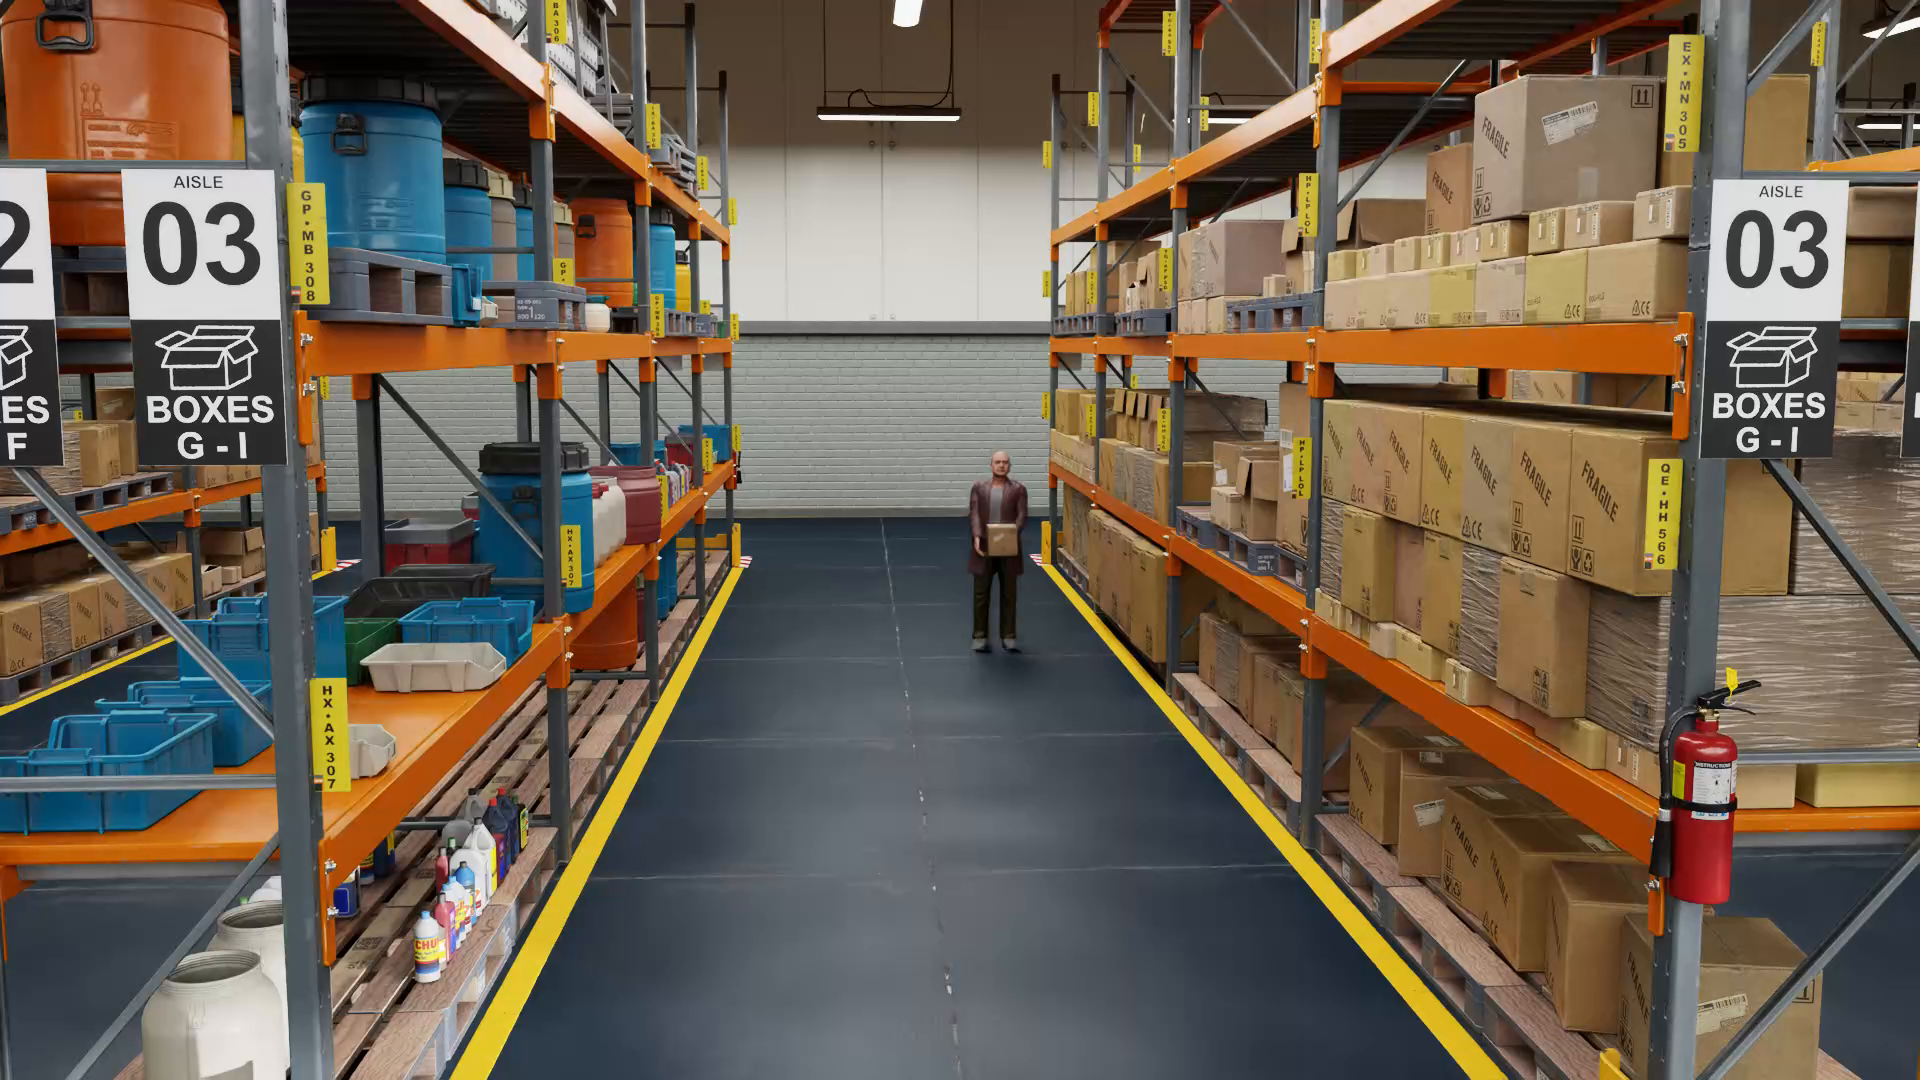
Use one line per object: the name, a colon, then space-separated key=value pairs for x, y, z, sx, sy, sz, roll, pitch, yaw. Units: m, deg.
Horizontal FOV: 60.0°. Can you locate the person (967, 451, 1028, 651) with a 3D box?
person: x=0.331 y=0.102 z=14.912 sx=0.540 sy=1.779 sz=0.550 roll=1 pitch=7 yaw=7
